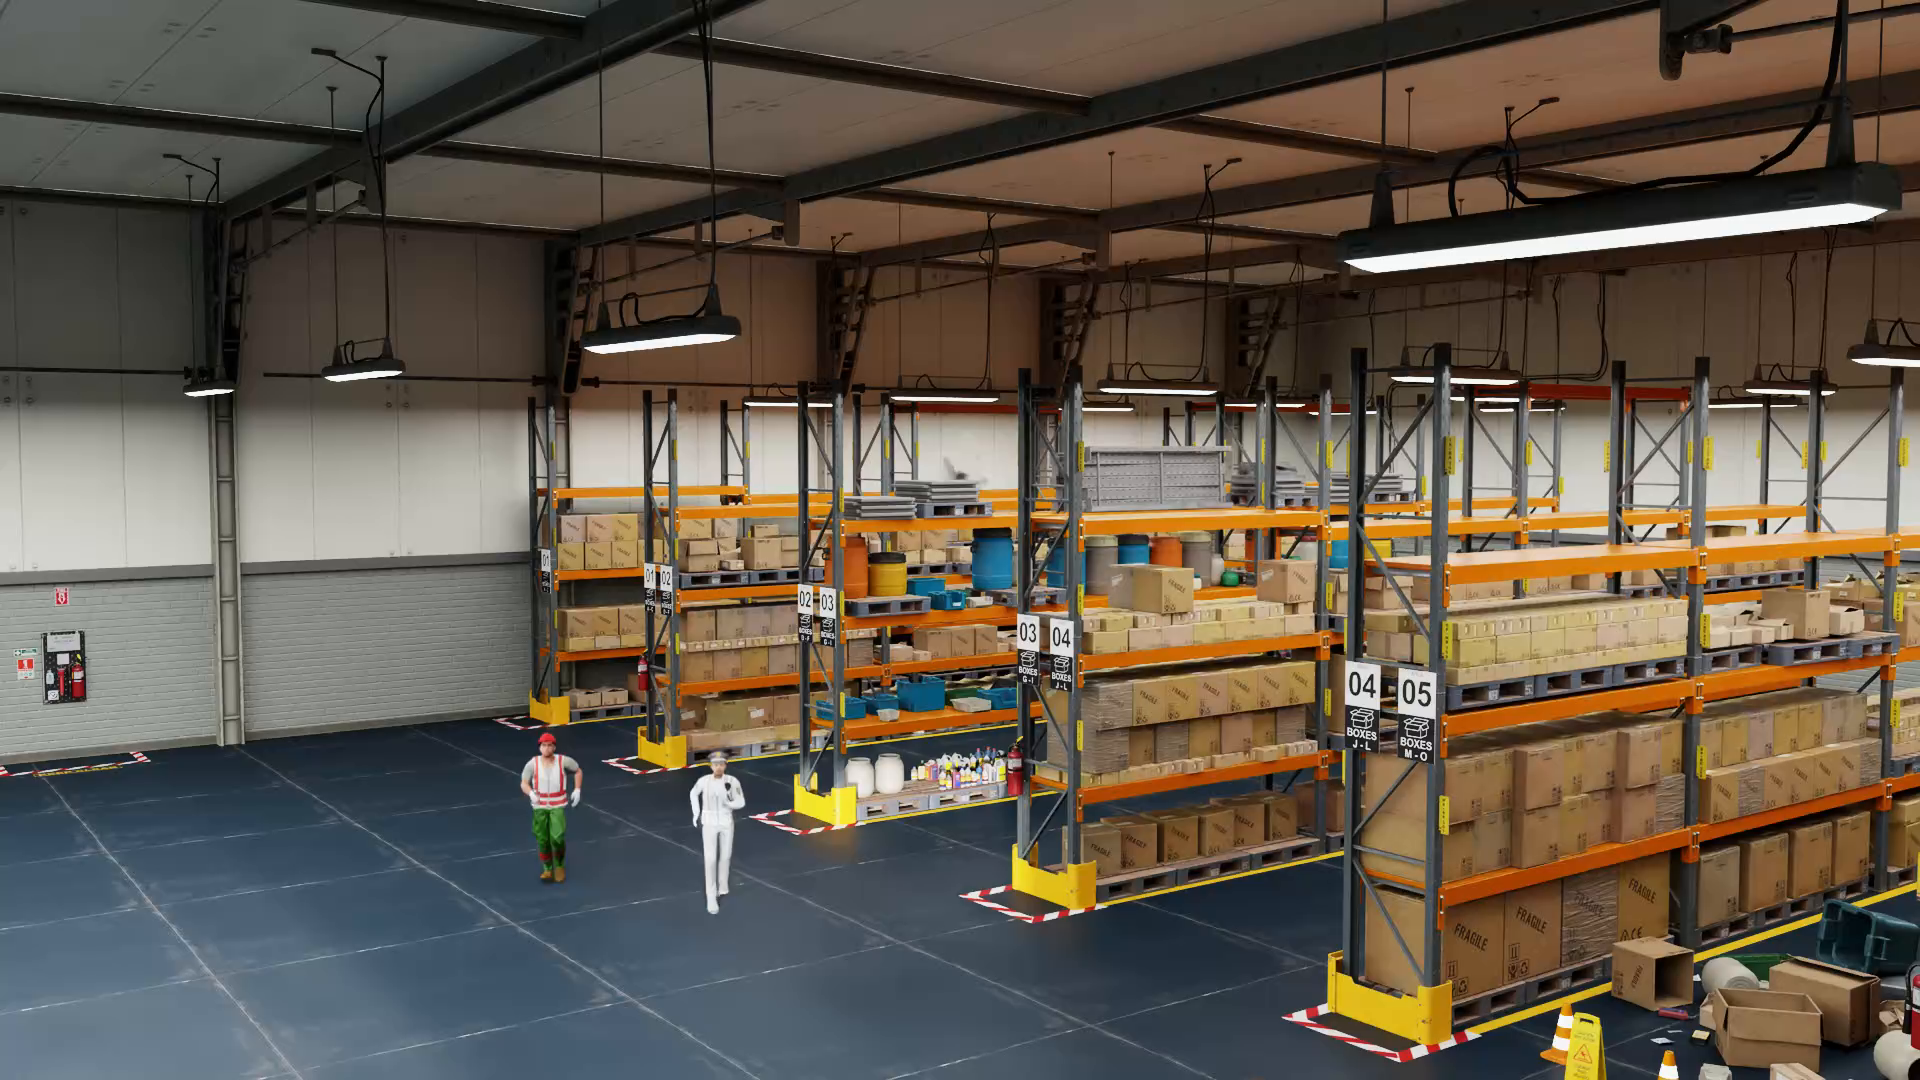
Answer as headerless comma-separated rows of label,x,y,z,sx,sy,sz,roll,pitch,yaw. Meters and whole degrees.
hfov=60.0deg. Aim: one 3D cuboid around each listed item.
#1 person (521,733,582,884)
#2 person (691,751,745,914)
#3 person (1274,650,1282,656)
person,-4.768,3.138,19.379,0.686,1.785,0.676,0,3,-8
person,-2.697,3.211,18.563,0.587,1.741,0.791,-1,3,-12
person,6.072,2.468,31.994,0.816,1.681,0.573,-3,5,-41
